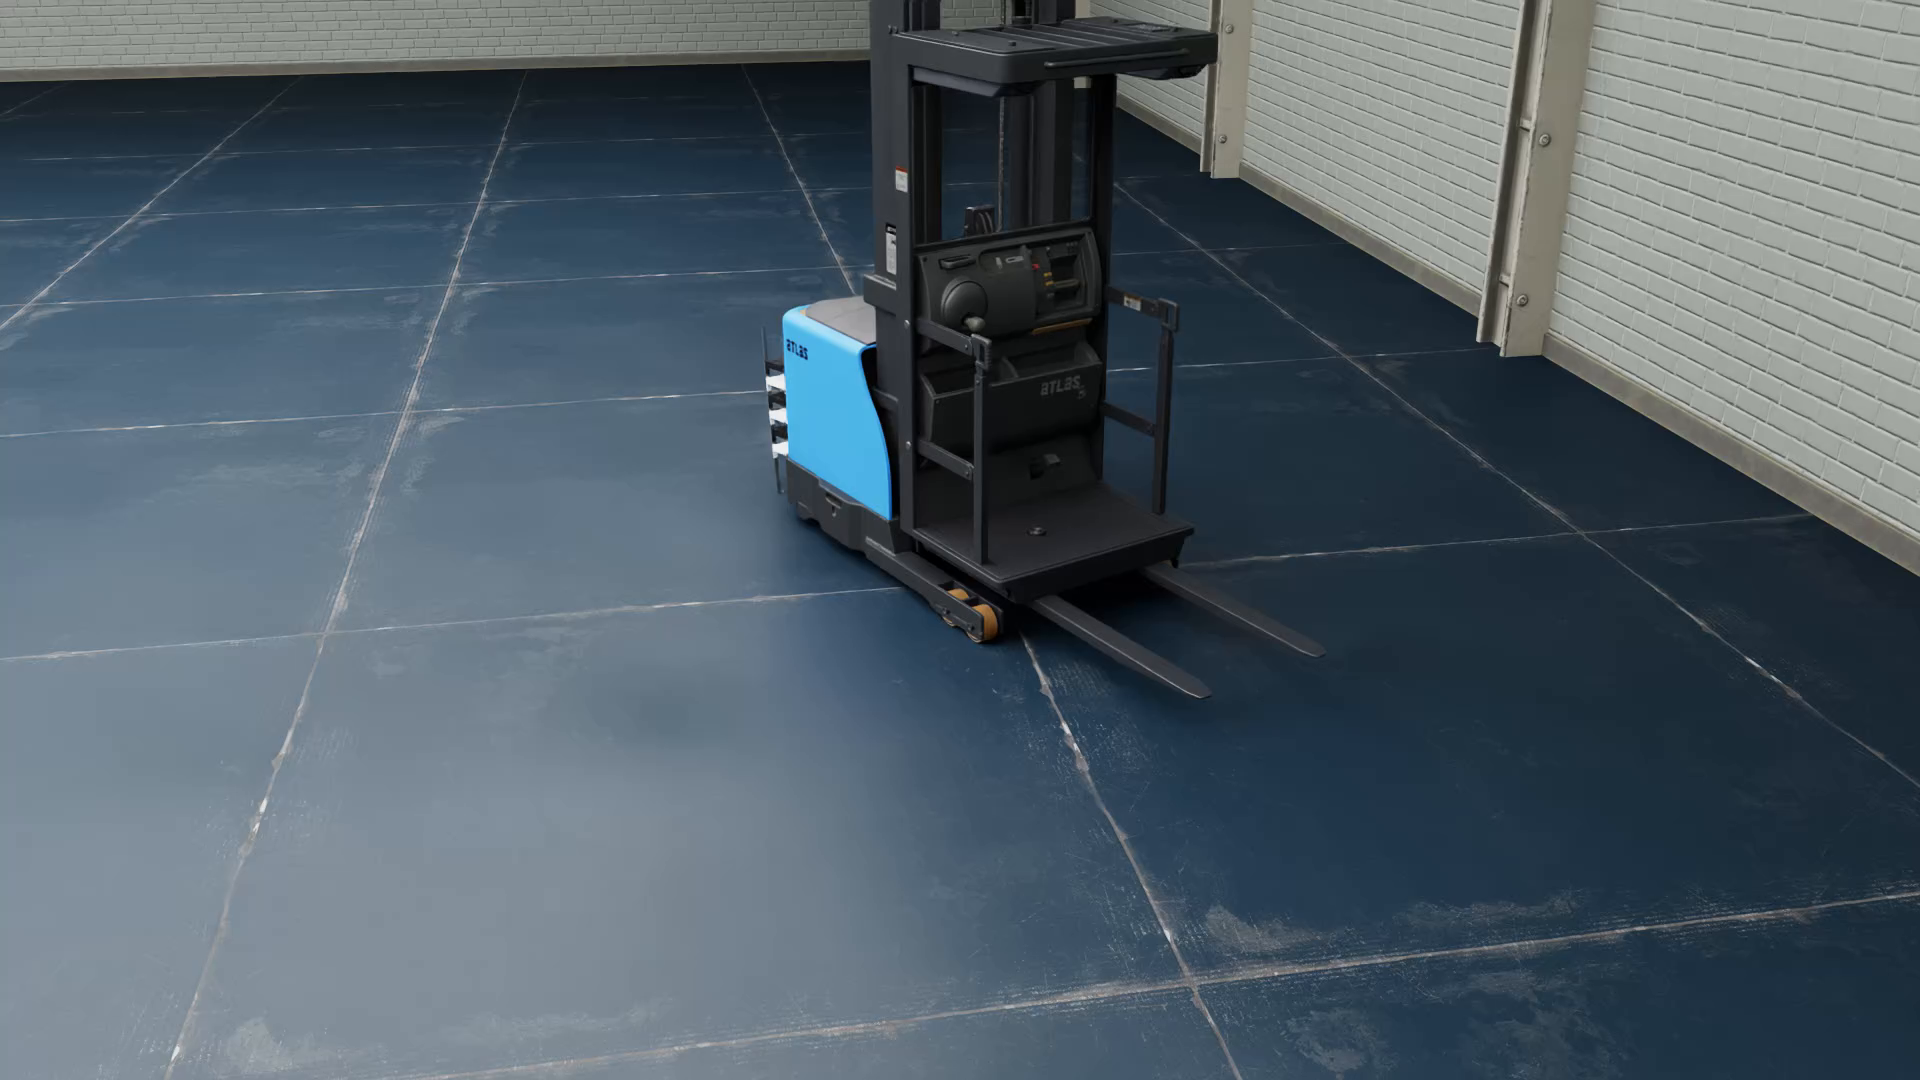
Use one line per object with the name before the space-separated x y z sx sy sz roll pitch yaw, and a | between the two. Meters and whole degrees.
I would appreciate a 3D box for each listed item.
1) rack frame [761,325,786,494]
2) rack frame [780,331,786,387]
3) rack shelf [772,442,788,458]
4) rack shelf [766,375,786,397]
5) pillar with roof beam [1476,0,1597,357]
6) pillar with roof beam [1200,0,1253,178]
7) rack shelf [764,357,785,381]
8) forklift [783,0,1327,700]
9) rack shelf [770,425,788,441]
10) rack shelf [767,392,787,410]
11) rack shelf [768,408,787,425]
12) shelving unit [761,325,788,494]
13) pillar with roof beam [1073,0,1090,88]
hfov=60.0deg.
rack frame | -0.893 -0.699 8.728 0.240 0.900 0.006 -15 23 -31
rack frame | -0.779 -0.649 8.568 0.240 0.900 0.006 -15 23 -31
rack shelf | -0.825 -0.473 8.718 0.258 0.077 0.200 -15 23 -31
rack shelf | -0.844 -0.812 8.600 0.258 0.077 0.200 -15 23 -31
pillar with roof beam | -0.513 -5.107 8.701 9.100 9.000 0.400 -4 24 -10
pillar with roof beam | -1.623 -7.467 14.105 9.100 9.000 0.400 -4 24 -10
rack shelf | -0.849 -0.897 8.571 0.258 0.077 0.200 -15 23 -31
forklift | 0.350 -1.114 7.138 1.130 2.935 3.031 -15 28 -31
rack shelf | -0.829 -0.558 8.689 0.258 0.077 0.200 -15 23 -31
rack shelf | -0.839 -0.727 8.630 0.258 0.077 0.200 -15 23 -31
rack shelf | -0.834 -0.643 8.659 0.258 0.077 0.200 -15 23 -31
shelving unit | -0.836 -0.674 8.648 0.258 0.900 0.210 -15 23 -31
pillar with roof beam | -2.732 -9.827 19.508 9.100 9.000 0.400 -4 24 -10
